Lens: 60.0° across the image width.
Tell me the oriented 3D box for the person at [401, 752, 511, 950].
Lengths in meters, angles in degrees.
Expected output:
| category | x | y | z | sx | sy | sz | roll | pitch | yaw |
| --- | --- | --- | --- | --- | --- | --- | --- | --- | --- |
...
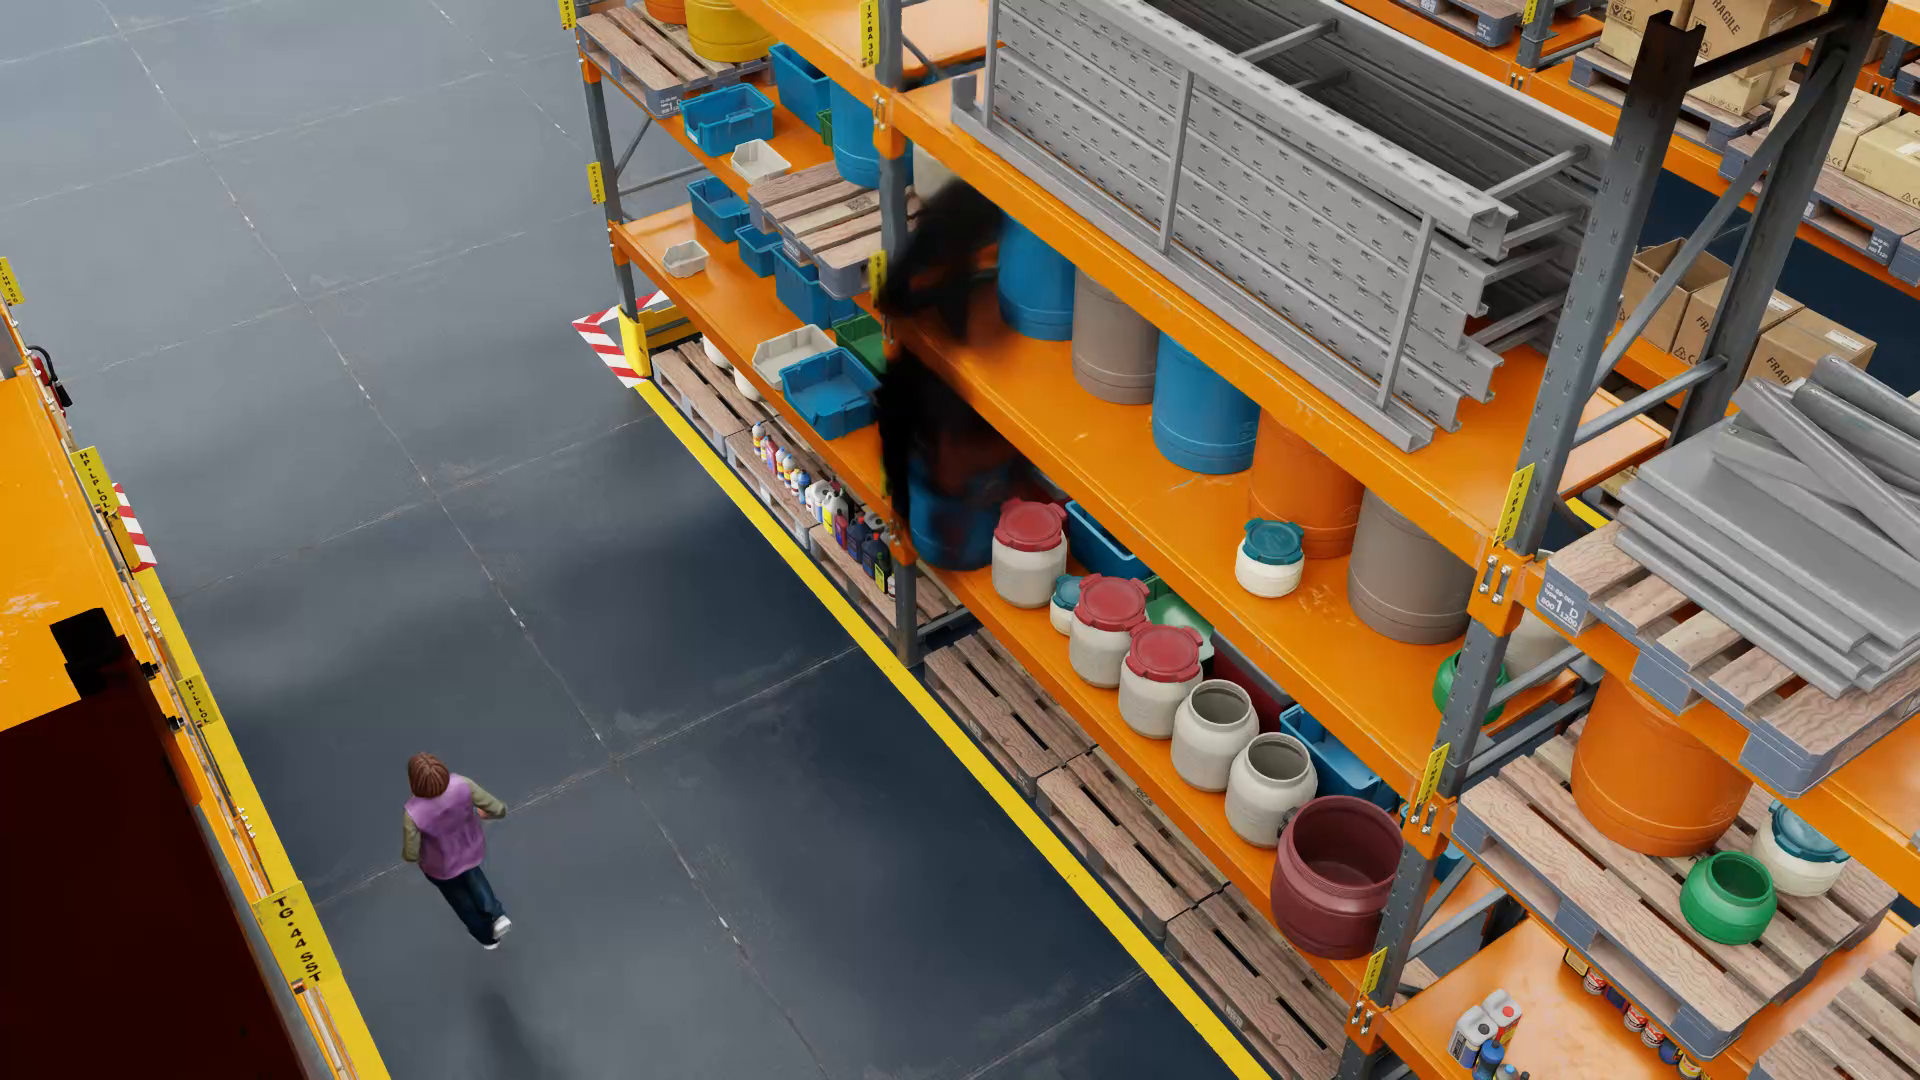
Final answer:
| category | x | y | z | sx | sy | sz | roll | pitch | yaw |
| --- | --- | --- | --- | --- | --- | --- | --- | --- | --- |
| person | -2.589 | 1.574 | 8.487 | 0.532 | 1.550 | 0.474 | -32 | 51 | -30 |
